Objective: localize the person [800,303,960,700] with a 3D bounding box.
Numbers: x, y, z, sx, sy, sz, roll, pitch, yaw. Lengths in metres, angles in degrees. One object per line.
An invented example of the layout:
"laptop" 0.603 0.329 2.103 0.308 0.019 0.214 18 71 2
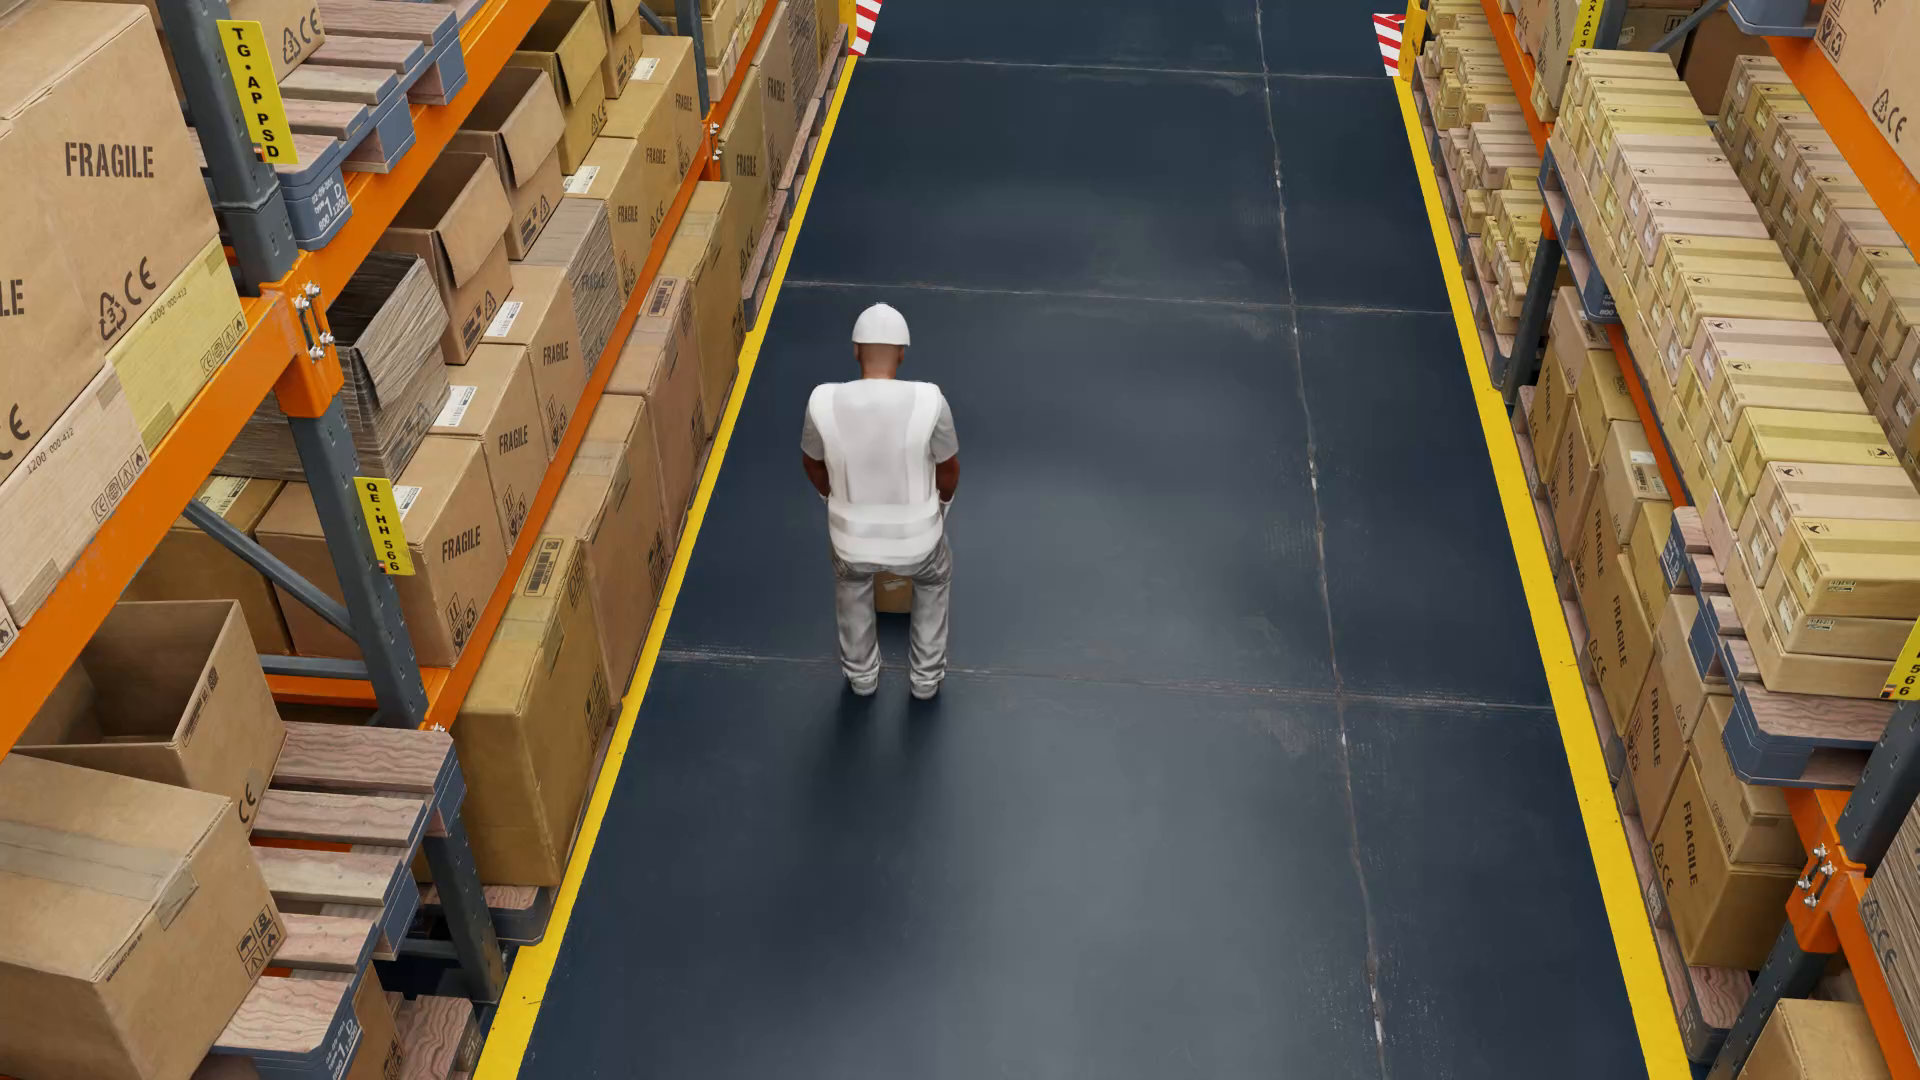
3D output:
"person" -0.302 -0.097 6.368 0.594 1.644 0.584 4 40 5
